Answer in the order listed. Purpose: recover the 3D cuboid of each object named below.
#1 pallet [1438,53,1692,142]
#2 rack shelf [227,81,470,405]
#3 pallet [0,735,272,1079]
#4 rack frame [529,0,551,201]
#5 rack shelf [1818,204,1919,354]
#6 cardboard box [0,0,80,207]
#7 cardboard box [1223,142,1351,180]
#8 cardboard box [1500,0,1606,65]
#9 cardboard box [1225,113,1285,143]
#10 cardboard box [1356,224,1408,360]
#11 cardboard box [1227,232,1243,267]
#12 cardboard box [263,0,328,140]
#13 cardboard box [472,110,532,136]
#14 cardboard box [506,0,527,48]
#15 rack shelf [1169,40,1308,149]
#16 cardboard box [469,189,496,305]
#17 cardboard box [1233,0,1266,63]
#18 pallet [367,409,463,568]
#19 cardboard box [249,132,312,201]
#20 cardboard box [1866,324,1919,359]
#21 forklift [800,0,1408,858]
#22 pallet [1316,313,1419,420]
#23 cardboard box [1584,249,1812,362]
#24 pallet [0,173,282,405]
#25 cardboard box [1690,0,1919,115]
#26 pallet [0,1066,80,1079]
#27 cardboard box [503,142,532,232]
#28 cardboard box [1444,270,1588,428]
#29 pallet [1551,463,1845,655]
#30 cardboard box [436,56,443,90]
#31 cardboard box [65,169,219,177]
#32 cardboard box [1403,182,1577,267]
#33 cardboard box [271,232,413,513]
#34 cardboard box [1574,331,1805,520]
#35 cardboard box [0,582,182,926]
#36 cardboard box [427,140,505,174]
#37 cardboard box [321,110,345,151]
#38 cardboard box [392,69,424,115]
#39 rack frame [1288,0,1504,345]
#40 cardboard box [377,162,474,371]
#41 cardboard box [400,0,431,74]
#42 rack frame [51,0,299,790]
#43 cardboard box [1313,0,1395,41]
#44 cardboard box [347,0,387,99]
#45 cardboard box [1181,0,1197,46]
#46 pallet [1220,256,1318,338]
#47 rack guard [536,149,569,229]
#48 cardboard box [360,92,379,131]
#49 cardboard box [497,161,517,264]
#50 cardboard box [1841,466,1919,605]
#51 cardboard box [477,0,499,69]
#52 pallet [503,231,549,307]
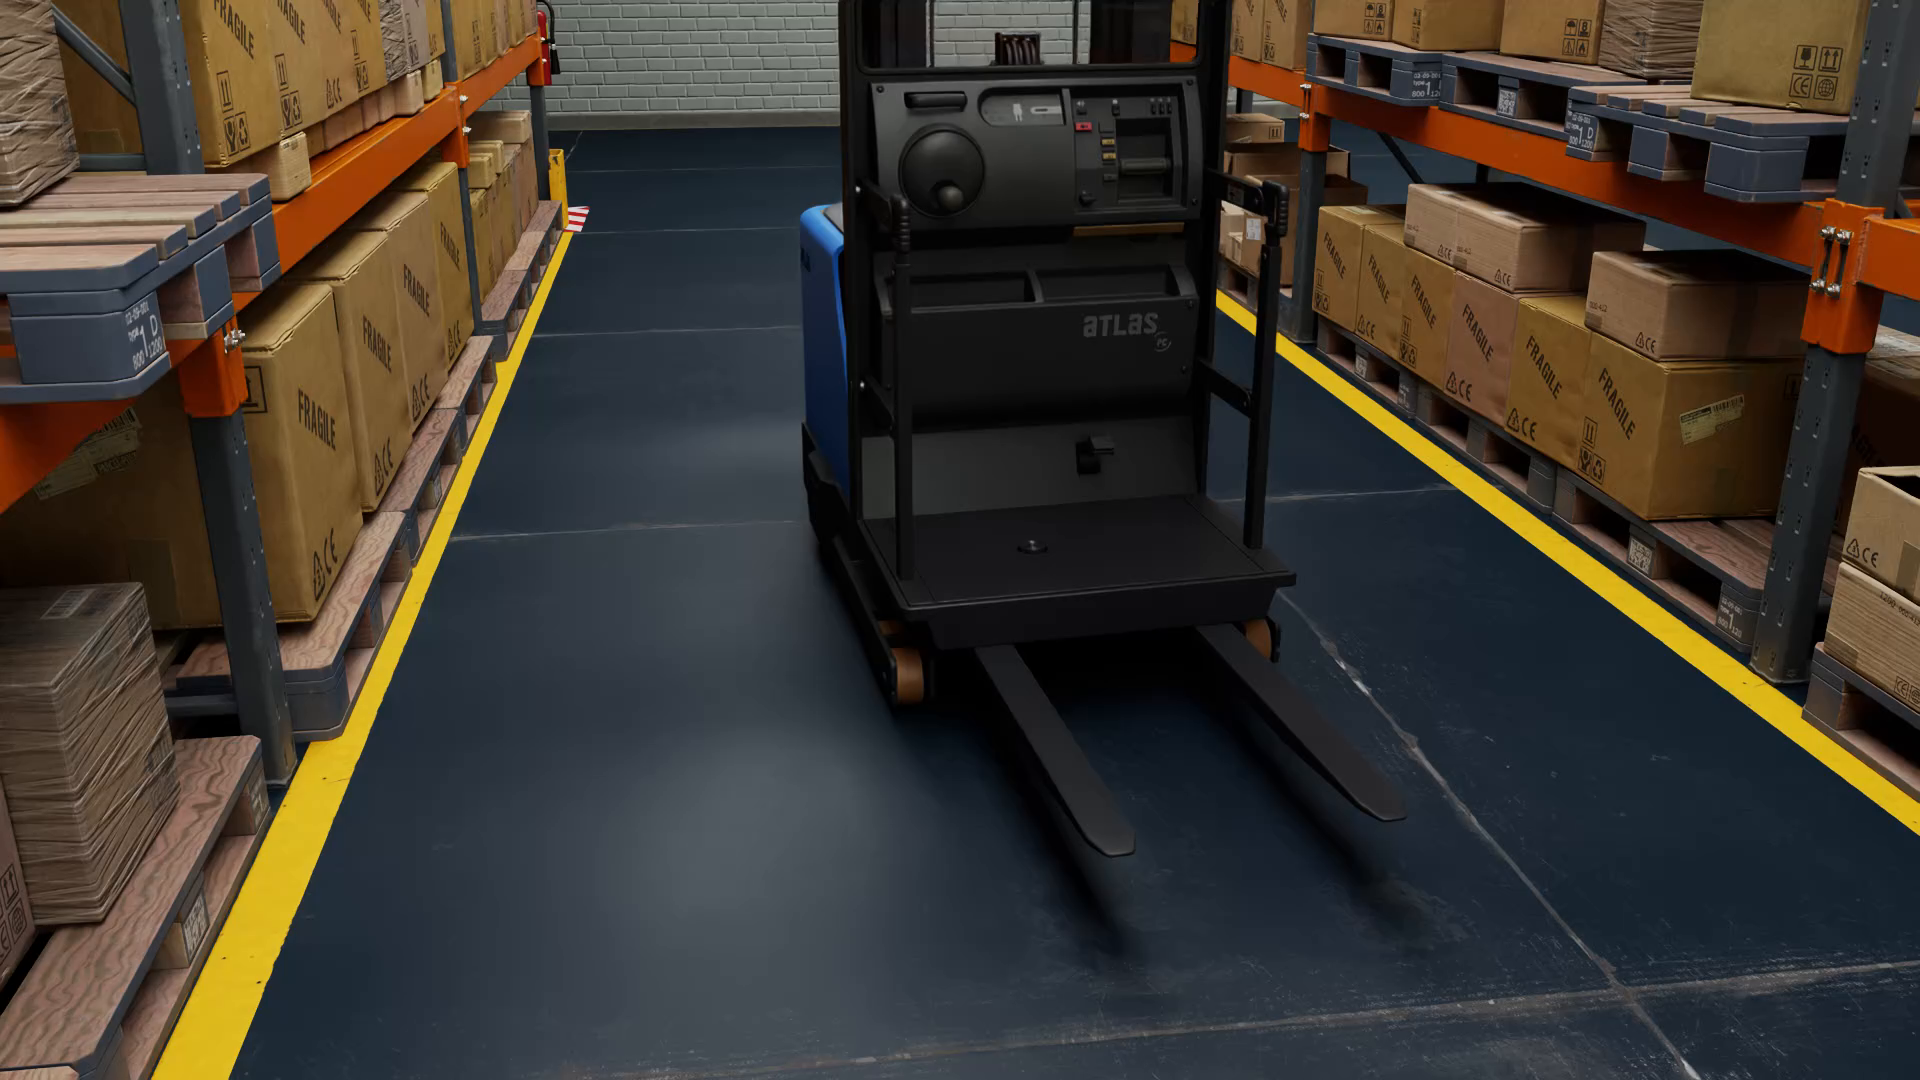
[{"bbox_3d":[2.461,-1.625,6.055,1.003,0.211,1.213,-3,21,-8],"label":"pallet"},{"bbox_3d":[-2.444,-1.146,5.527,1.077,0.370,4.000,-3,21,-8],"label":"rack shelf"},{"bbox_3d":[-2.044,0.786,3.310,1.003,0.211,1.213,-3,21,-8],"label":"pallet"},{"bbox_3d":[-3.308,-3.561,10.963,1.000,3.000,0.127,-3,21,-8],"label":"rack frame"},{"bbox_3d":[3.034,-0.013,2.491,1.077,0.370,4.000,-3,21,-8],"label":"rack shelf"},{"bbox_3d":[-2.078,-0.882,3.018,0.700,0.500,0.500,-5,21,-14],"label":"cardboard box"},{"bbox_3d":[1.894,-2.114,10.028,0.797,0.503,0.637,-3,21,-8],"label":"cardboard box"},{"bbox_3d":[2.485,-2.062,6.207,0.700,0.500,0.500,-8,22,-21],"label":"cardboard box"},{"bbox_3d":[1.915,-2.671,11.525,0.500,0.500,0.500,-3,21,-8],"label":"cardboard box"},{"bbox_3d":[2.086,-1.098,7.314,0.500,0.500,0.500,-3,21,-7],"label":"cardboard box"},{"bbox_3d":[1.693,-1.607,9.179,0.380,0.149,0.250,-3,21,-8],"label":"cardboard box"},{"bbox_3d":[-2.038,-1.349,4.446,0.500,0.500,0.500,-2,21,-6],"label":"cardboard box"},{"bbox_3d":[-2.910,-2.618,10.484,0.380,0.149,0.250,-3,21,-8],"label":"cardboard box"},{"bbox_3d":[-3.109,-3.274,9.766,0.980,0.700,0.700,-3,21,-8],"label":"cardboard box"},{"bbox_3d":[1.881,-2.783,9.907,1.077,0.370,4.000,-3,21,-8],"label":"rack shelf"},{"bbox_3d":[-2.738,-1.466,8.326,0.700,0.500,0.500,-3,21,-7],"label":"cardboard box"},{"bbox_3d":[1.768,-2.812,8.816,0.500,0.500,0.500,-2,21,-6],"label":"cardboard box"},{"bbox_3d":[-2.367,-0.183,5.904,1.003,0.211,1.213,-3,21,-8],"label":"pallet"},{"bbox_3d":[-1.956,-0.992,4.416,0.380,0.149,0.250,-2,21,-6],"label":"cardboard box"},{"bbox_3d":[2.882,-0.430,5.525,0.500,0.500,0.500,-4,21,-10],"label":"cardboard box"},{"bbox_3d":[0.272,-1.067,4.385,1.130,2.935,3.031,-5,21,-13],"label":"forklift"},{"bbox_3d":[2.324,-0.841,7.666,1.003,0.211,1.213,-3,21,-8],"label":"pallet"},{"bbox_3d":[2.367,-0.760,5.335,0.500,0.250,0.500,-2,21,-6],"label":"cardboard box"},{"bbox_3d":[-1.947,-0.460,2.934,1.213,0.211,1.003,-3,21,-8],"label":"pallet"},{"bbox_3d":[2.544,-1.498,4.697,0.700,0.500,0.500,-10,23,-26],"label":"cardboard box"},{"bbox_3d":[-1.872,1.207,2.182,1.003,0.211,1.213,-3,21,-8],"label":"pallet"},{"bbox_3d":[-3.036,-2.176,10.228,0.700,0.500,0.500,-3,21,-8],"label":"cardboard box"},{"bbox_3d":[2.223,-0.750,6.380,0.500,0.500,0.500,-4,21,-10],"label":"cardboard box"},{"bbox_3d":[2.676,0.004,5.405,1.003,0.211,1.213,-3,21,-8],"label":"pallet"},{"bbox_3d":[-2.403,-1.965,7.020,0.380,0.149,0.250,-3,21,-7],"label":"cardboard box"},{"bbox_3d":[-1.974,-0.808,3.924,0.380,0.149,0.250,-3,21,-9],"label":"cardboard box"},{"bbox_3d":[2.142,-1.287,6.748,0.500,0.250,0.500,-3,21,-8],"label":"cardboard box"},{"bbox_3d":[-2.251,-0.546,5.362,0.750,0.750,0.750,-3,21,-8],"label":"cardboard box"},{"bbox_3d":[2.379,-0.389,5.415,0.500,0.500,0.500,-2,21,-6],"label":"cardboard box"},{"bbox_3d":[-2.000,0.421,3.247,0.700,0.500,0.500,-3,21,-7],"label":"cardboard box"},{"bbox_3d":[-2.682,-2.078,9.038,0.380,0.149,0.250,-4,21,-9],"label":"cardboard box"},{"bbox_3d":[-2.205,-1.339,5.344,0.380,0.149,0.250,-3,21,-7],"label":"cardboard box"},{"bbox_3d":[-2.254,-1.698,6.306,0.380,0.149,0.250,-3,21,-8],"label":"cardboard box"},{"bbox_3d":[2.170,-2.427,7.927,1.000,3.000,0.127,-3,21,-8],"label":"rack frame"},{"bbox_3d":[-2.510,-1.147,6.973,0.750,0.750,0.750,-3,21,-7],"label":"cardboard box"},{"bbox_3d":[-2.333,-2.048,6.317,0.500,0.500,0.500,-3,21,-7],"label":"cardboard box"},{"bbox_3d":[-2.155,-0.791,3.547,1.000,3.000,0.127,-3,21,-8],"label":"rack frame"},{"bbox_3d":[2.016,-2.495,7.367,0.700,0.500,0.500,-10,23,-26],"label":"cardboard box"},{"bbox_3d":[-2.192,-1.701,5.387,0.500,0.500,0.500,-2,21,-6],"label":"cardboard box"},{"bbox_3d":[1.616,-3.166,9.764,0.500,0.500,0.500,-3,21,-7],"label":"cardboard box"},{"bbox_3d":[2.071,-1.359,9.052,1.003,0.211,1.213,-3,21,-8],"label":"pallet"},{"bbox_3d":[-3.312,-2.398,11.423,1.175,0.500,0.348,-3,21,-8],"label":"rack guard"},{"bbox_3d":[-2.263,-1.523,5.837,0.380,0.149,0.250,-3,21,-9],"label":"cardboard box"},{"bbox_3d":[-2.879,-1.818,9.268,0.700,0.500,0.500,-2,21,-6],"label":"cardboard box"},{"bbox_3d":[2.531,-0.017,4.004,0.500,0.311,0.500,-2,21,-6],"label":"cardboard box"},{"bbox_3d":[-2.894,-2.758,8.385,0.980,0.700,0.700,-3,21,-9],"label":"cardboard box"},{"bbox_3d":[-2.943,-1.560,9.592,1.003,0.211,1.213,-3,21,-8],"label":"pallet"}]
